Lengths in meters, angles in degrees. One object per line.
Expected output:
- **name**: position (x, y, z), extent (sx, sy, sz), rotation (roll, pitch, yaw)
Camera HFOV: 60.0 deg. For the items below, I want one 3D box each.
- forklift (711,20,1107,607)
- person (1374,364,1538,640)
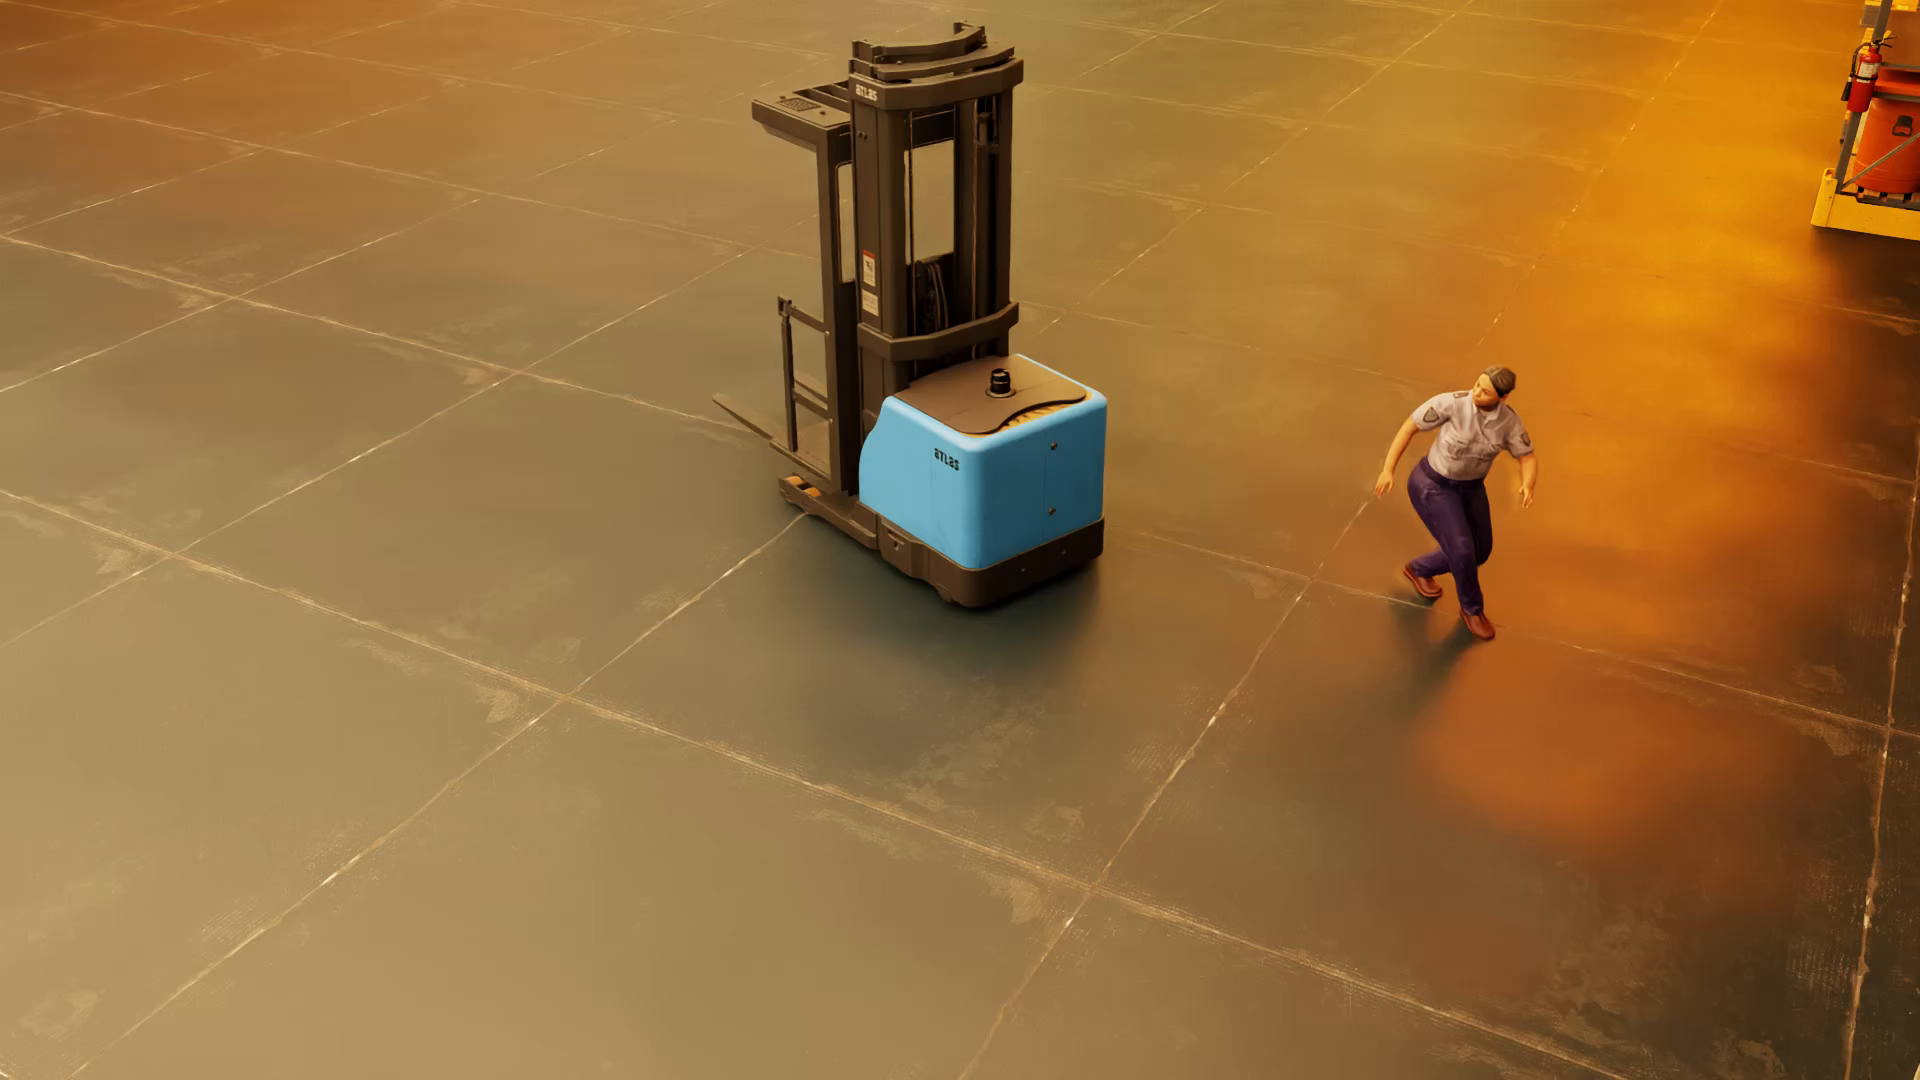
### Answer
- **forklift**: position (-0.476, -1.566, 9.783), extent (1.130, 2.935, 3.031), rotation (-22, 37, -33)
- **person**: position (2.661, -0.214, 8.895), extent (0.776, 1.522, 0.800), rotation (-11, 32, -18)
